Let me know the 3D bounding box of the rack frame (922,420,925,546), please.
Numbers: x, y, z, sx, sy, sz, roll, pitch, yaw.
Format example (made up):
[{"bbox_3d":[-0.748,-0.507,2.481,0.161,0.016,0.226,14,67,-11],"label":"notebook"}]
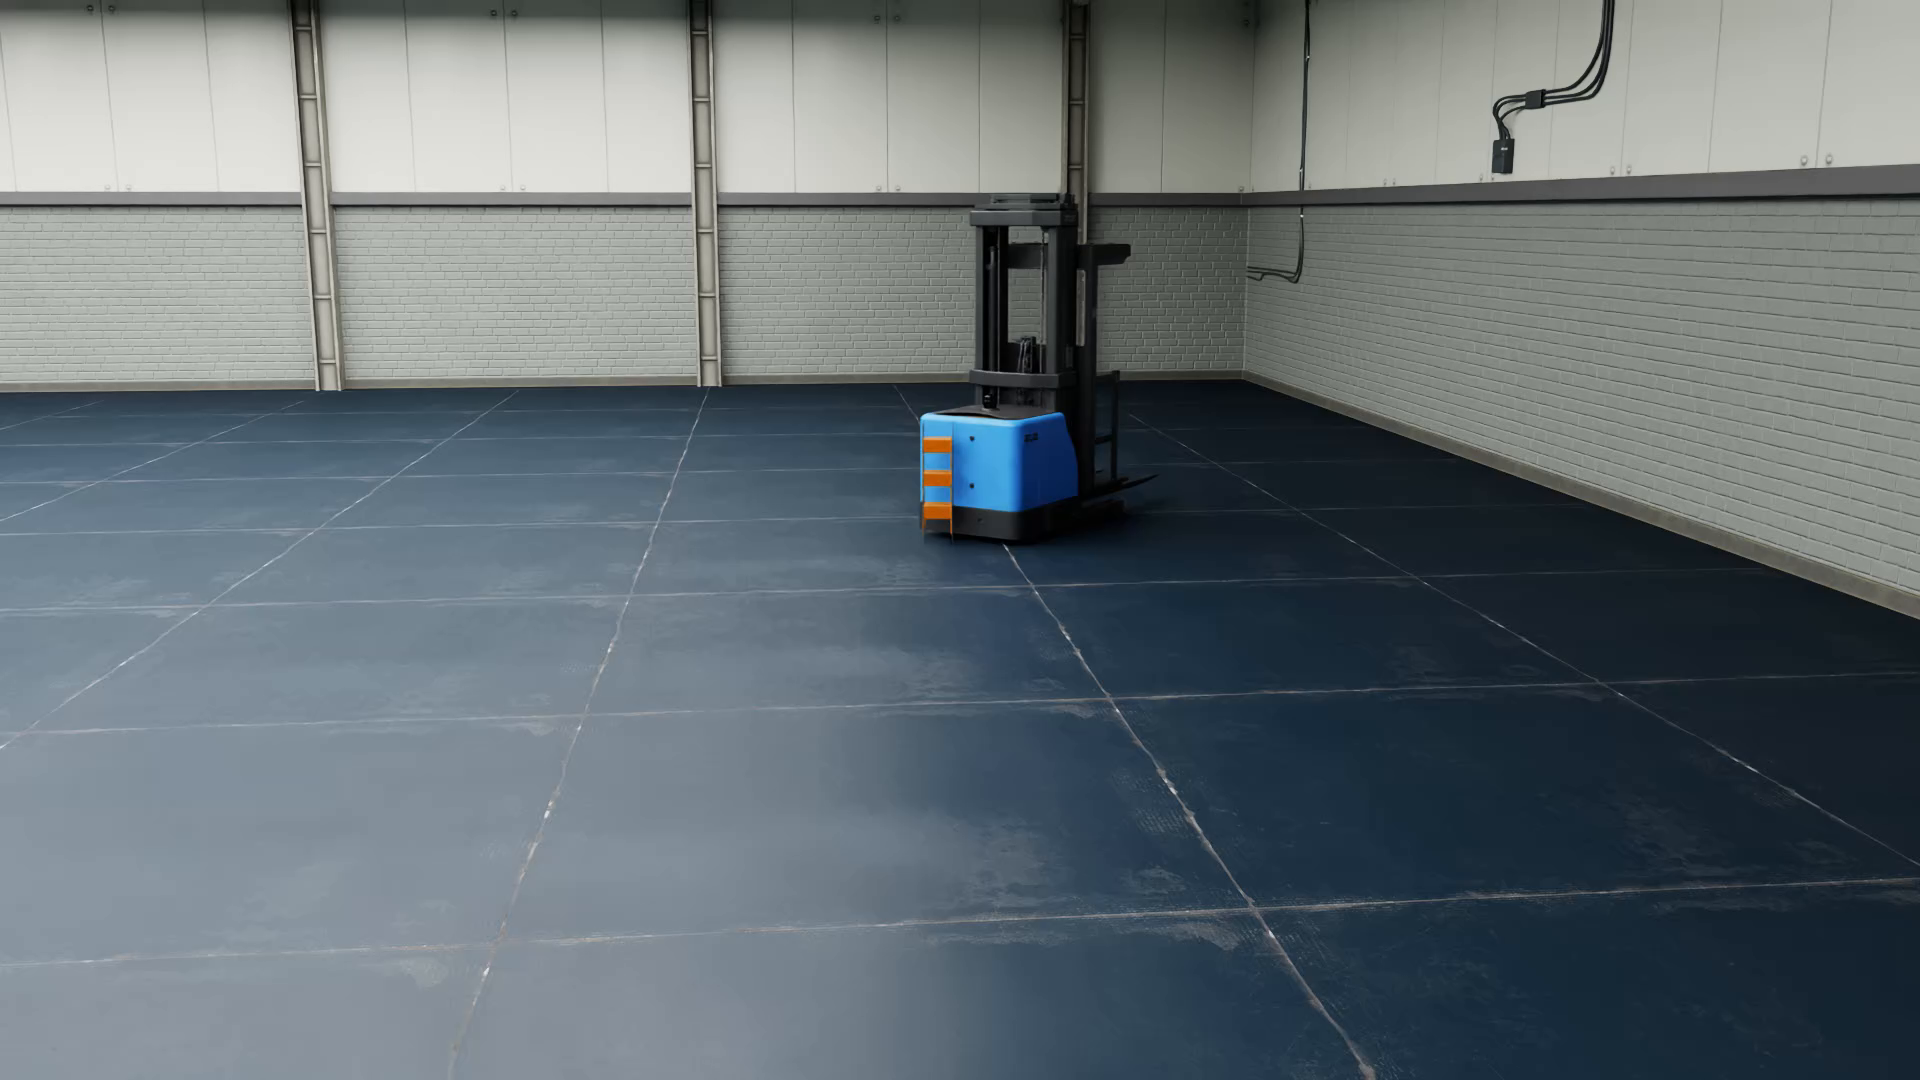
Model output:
[{"bbox_3d":[-0.309,-0.481,14.091,0.008,1.050,0.200,0,11,2],"label":"rack frame"}]

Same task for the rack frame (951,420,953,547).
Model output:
[{"bbox_3d":[-0.065,-0.479,14.082,0.008,1.050,0.200,0,11,2],"label":"rack frame"}]

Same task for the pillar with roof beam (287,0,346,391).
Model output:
[{"bbox_3d":[-9.594,-5.994,21.527,0.400,9.000,9.100,-1,11,-6],"label":"pillar with roof beam"}]

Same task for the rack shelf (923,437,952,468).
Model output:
[{"bbox_3d":[-0.187,-0.748,14.034,0.240,0.259,0.215,0,11,2],"label":"rack shelf"}]

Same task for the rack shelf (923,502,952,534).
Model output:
[{"bbox_3d":[-0.187,-0.197,14.142,0.240,0.259,0.215,0,11,2],"label":"rack shelf"}]

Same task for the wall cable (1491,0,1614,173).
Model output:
[{"bbox_3d":[5.952,-6.725,16.430,0.169,6.003,2.305,-1,11,-6],"label":"wall cable"}]

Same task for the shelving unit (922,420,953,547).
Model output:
[{"bbox_3d":[-0.187,-0.480,14.087,0.252,1.050,0.215,0,11,2],"label":"shelving unit"}]

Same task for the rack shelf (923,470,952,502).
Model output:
[{"bbox_3d":[-0.187,-0.469,14.089,0.240,0.259,0.215,0,11,2],"label":"rack shelf"}]

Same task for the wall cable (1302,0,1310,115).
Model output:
[{"bbox_3d":[5.235,-7.313,23.194,0.112,2.526,3.097,-1,11,-6],"label":"wall cable"}]

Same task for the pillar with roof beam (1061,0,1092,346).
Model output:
[{"bbox_3d":[2.336,-6.244,22.799,0.548,9.000,9.100,-1,11,-6],"label":"pillar with roof beam"}]

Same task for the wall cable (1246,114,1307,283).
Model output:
[{"bbox_3d":[4.943,-5.353,26.320,0.112,2.526,3.097,-1,11,-6],"label":"wall cable"}]

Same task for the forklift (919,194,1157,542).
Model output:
[{"bbox_3d":[0.863,-1.659,15.208,1.130,2.935,3.031,7,13,32],"label":"forklift"}]

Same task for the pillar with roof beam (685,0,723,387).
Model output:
[{"bbox_3d":[-3.629,-6.119,22.163,0.548,9.000,9.100,-1,11,-6],"label":"pillar with roof beam"}]
